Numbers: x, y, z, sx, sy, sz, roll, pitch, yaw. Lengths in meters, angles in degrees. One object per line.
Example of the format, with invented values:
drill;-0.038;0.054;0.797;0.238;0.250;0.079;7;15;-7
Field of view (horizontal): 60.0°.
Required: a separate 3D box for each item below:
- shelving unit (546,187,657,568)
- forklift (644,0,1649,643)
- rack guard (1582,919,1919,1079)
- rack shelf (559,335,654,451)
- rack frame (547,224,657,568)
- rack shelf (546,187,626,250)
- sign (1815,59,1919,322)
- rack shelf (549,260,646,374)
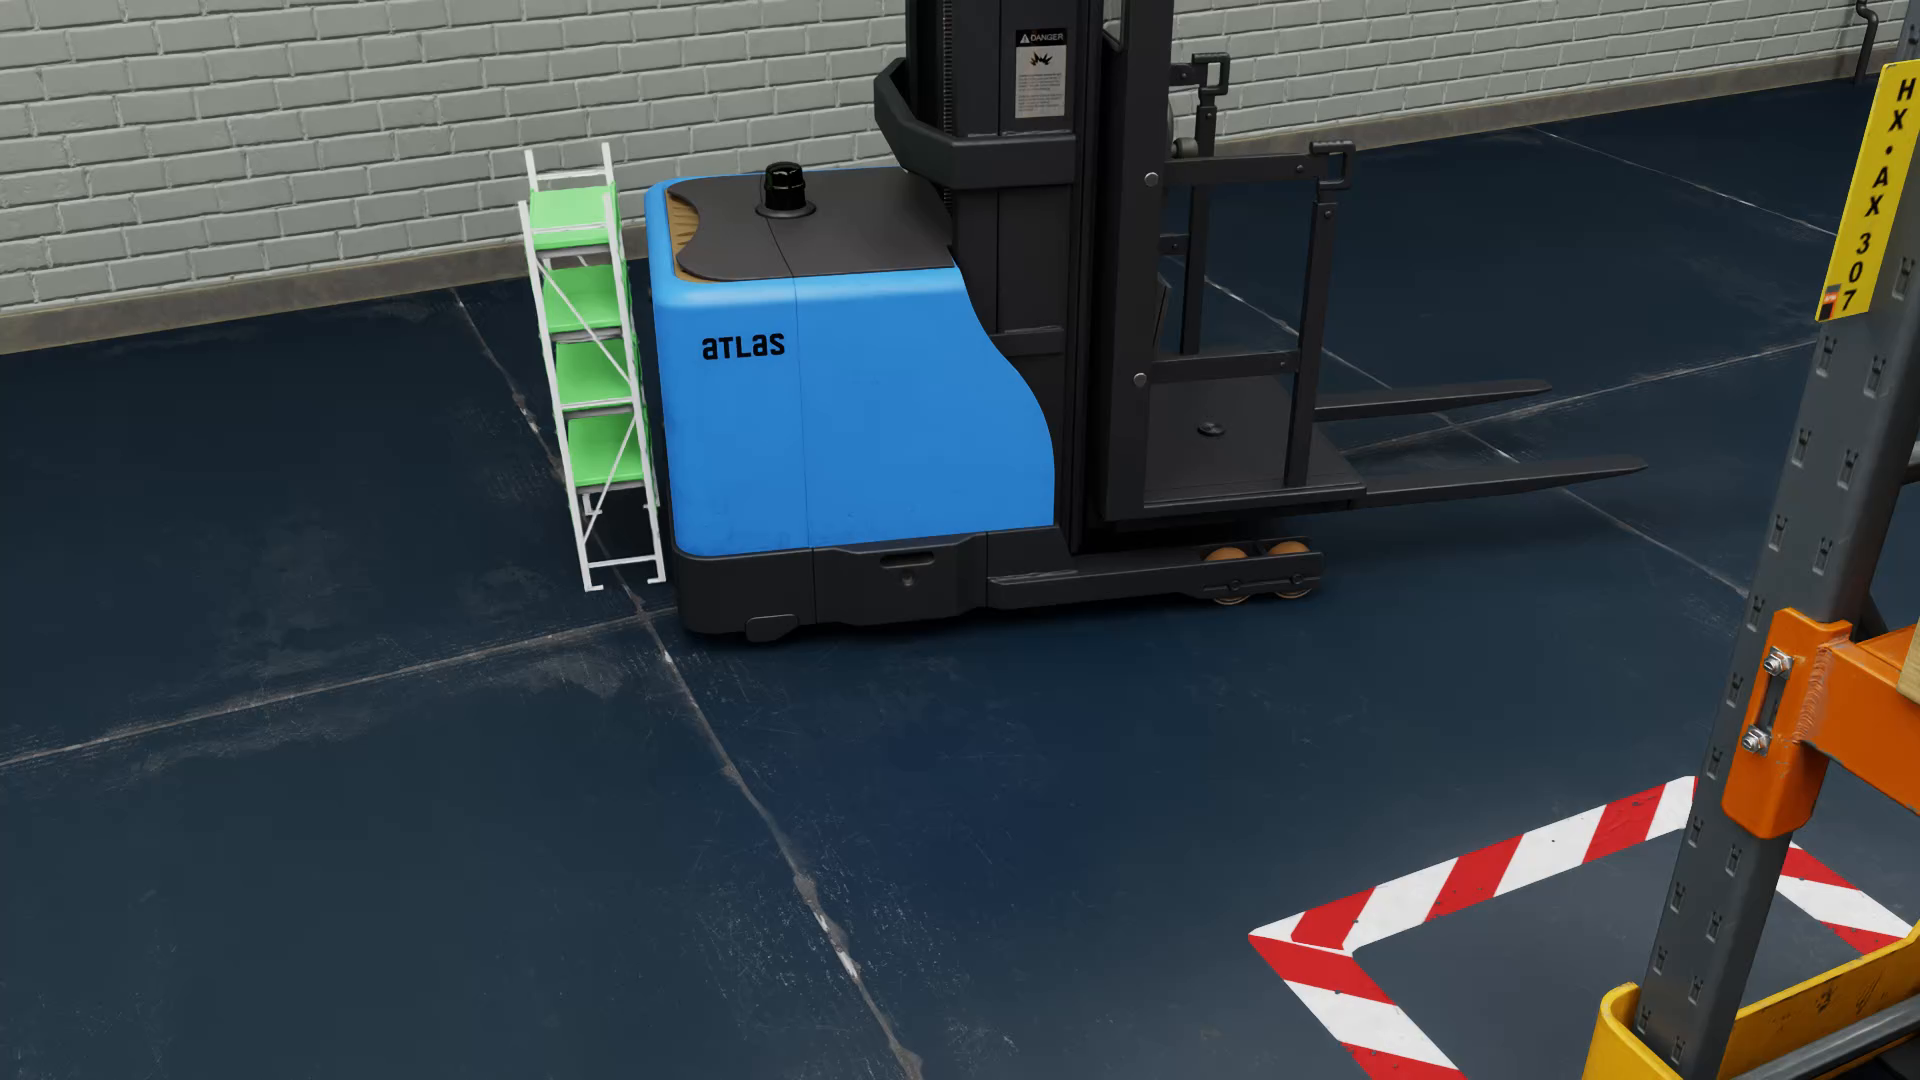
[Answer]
shelving unit;-1.049;-0.498;4.911;0.258;1.046;0.487;-5;30;-10
forklift;0.612;-1.336;4.636;3.031;2.935;1.130;-5;30;-10
rack guard;1.663;0.956;3.033;1.175;0.500;0.348;-13;32;-22
rack shelf;-1.050;-0.444;4.945;0.258;0.148;0.480;-5;30;-10
rack frame;-1.003;-0.382;4.705;0.228;1.046;0.006;-5;30;-10
rack shelf;-1.050;-0.909;4.684;0.221;0.021;0.457;-5;30;-10
sign;1.140;-0.431;2.067;0.100;0.325;0.005;-13;32;-22
rack shelf;-1.050;-0.653;4.828;0.258;0.148;0.480;-5;30;-10
